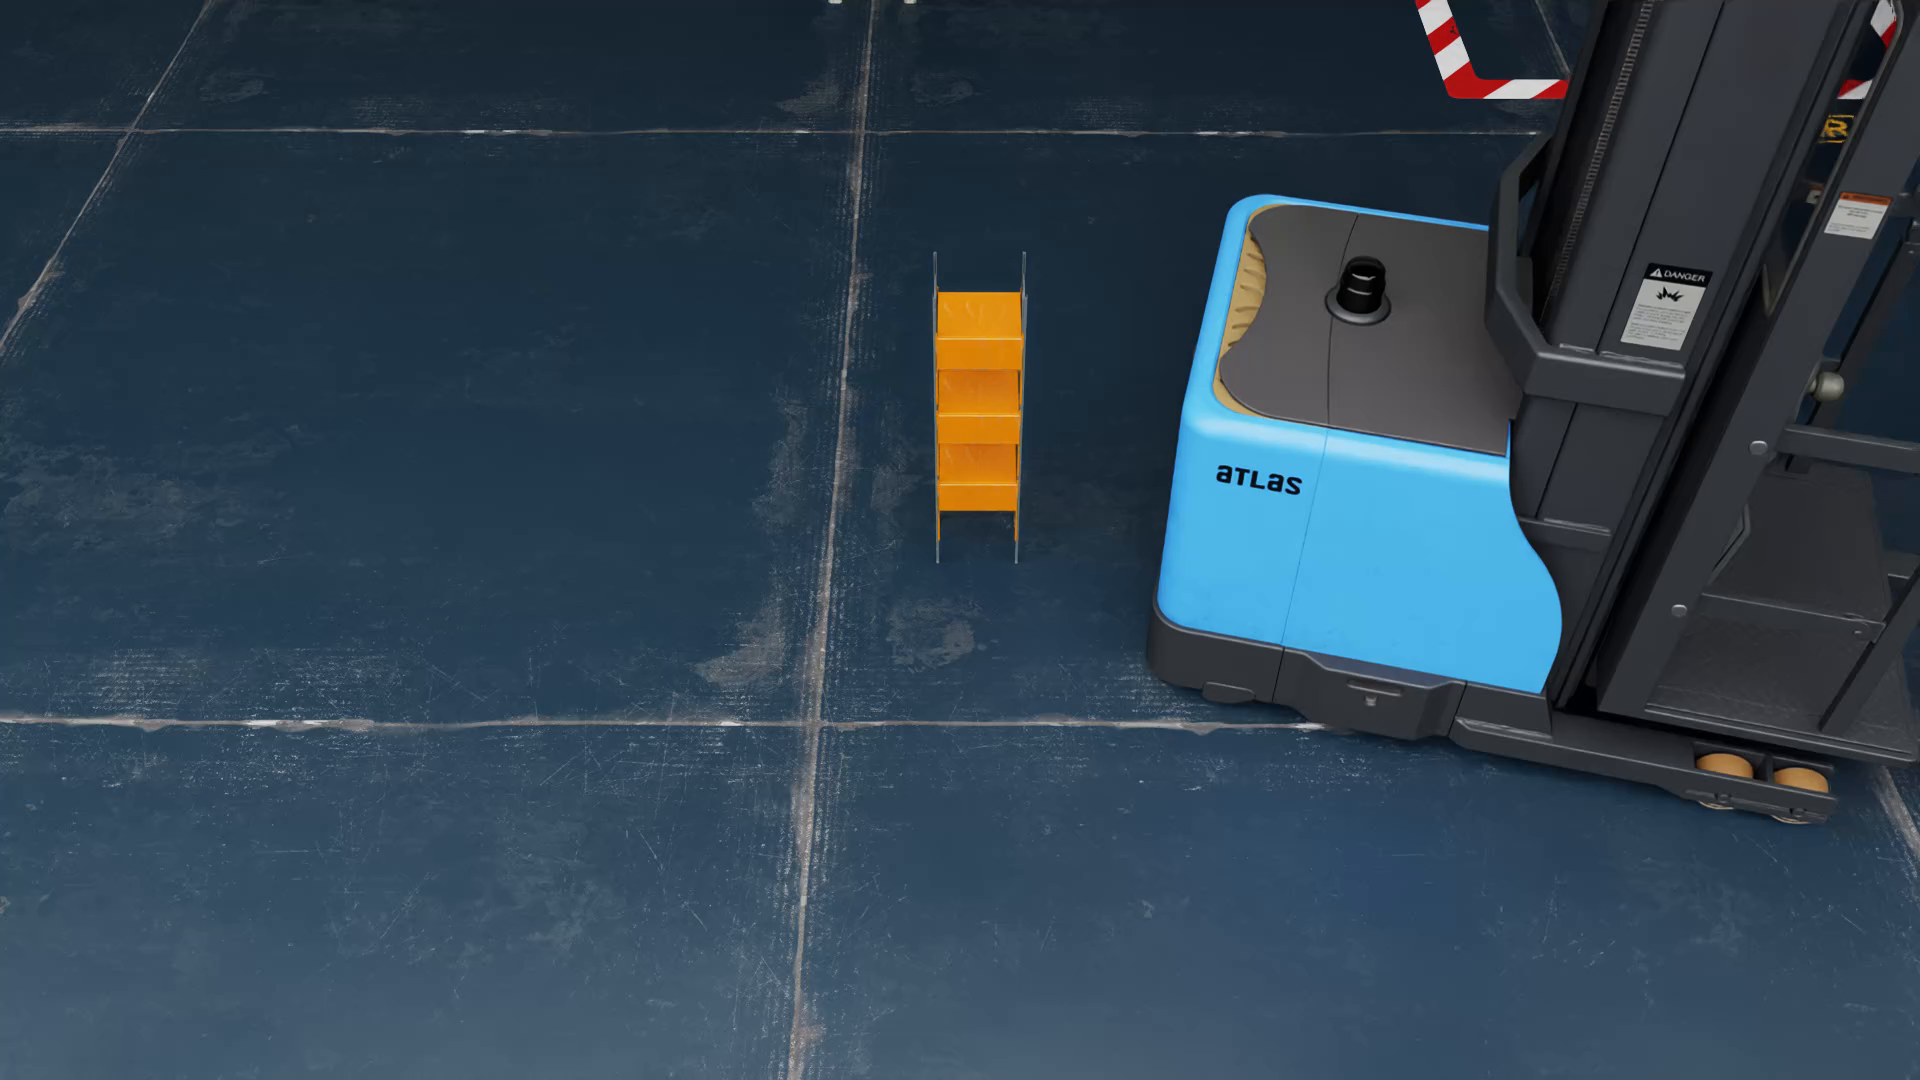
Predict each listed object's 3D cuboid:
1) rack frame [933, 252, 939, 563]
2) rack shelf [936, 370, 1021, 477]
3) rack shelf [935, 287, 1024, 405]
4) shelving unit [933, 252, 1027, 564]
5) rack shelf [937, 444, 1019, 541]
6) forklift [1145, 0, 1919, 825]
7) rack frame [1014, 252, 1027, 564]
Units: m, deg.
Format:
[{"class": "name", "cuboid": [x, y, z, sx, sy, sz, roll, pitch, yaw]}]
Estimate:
[{"class": "rack frame", "cuboid": [-0.068, -0.358, 4.866, 0.008, 1.050, 0.200, 0, 47, 0]}, {"class": "rack shelf", "cuboid": [0.054, -0.350, 4.873, 0.240, 0.259, 0.215, 0, 47, 0]}, {"class": "rack shelf", "cuboid": [0.054, -0.544, 4.666, 0.240, 0.259, 0.215, 0, 47, 0]}, {"class": "shelving unit", "cuboid": [0.054, -0.358, 4.866, 0.252, 1.050, 0.215, 0, 47, 0]}, {"class": "rack shelf", "cuboid": [0.054, -0.161, 5.077, 0.240, 0.259, 0.215, 0, 47, 0]}, {"class": "forklift", "cuboid": [2.113, -0.658, 3.860, 3.031, 2.935, 1.130, 10, 48, 9]}, {"class": "rack frame", "cuboid": [0.176, -0.357, 4.865, 0.008, 1.050, 0.200, 0, 47, 0]}]
